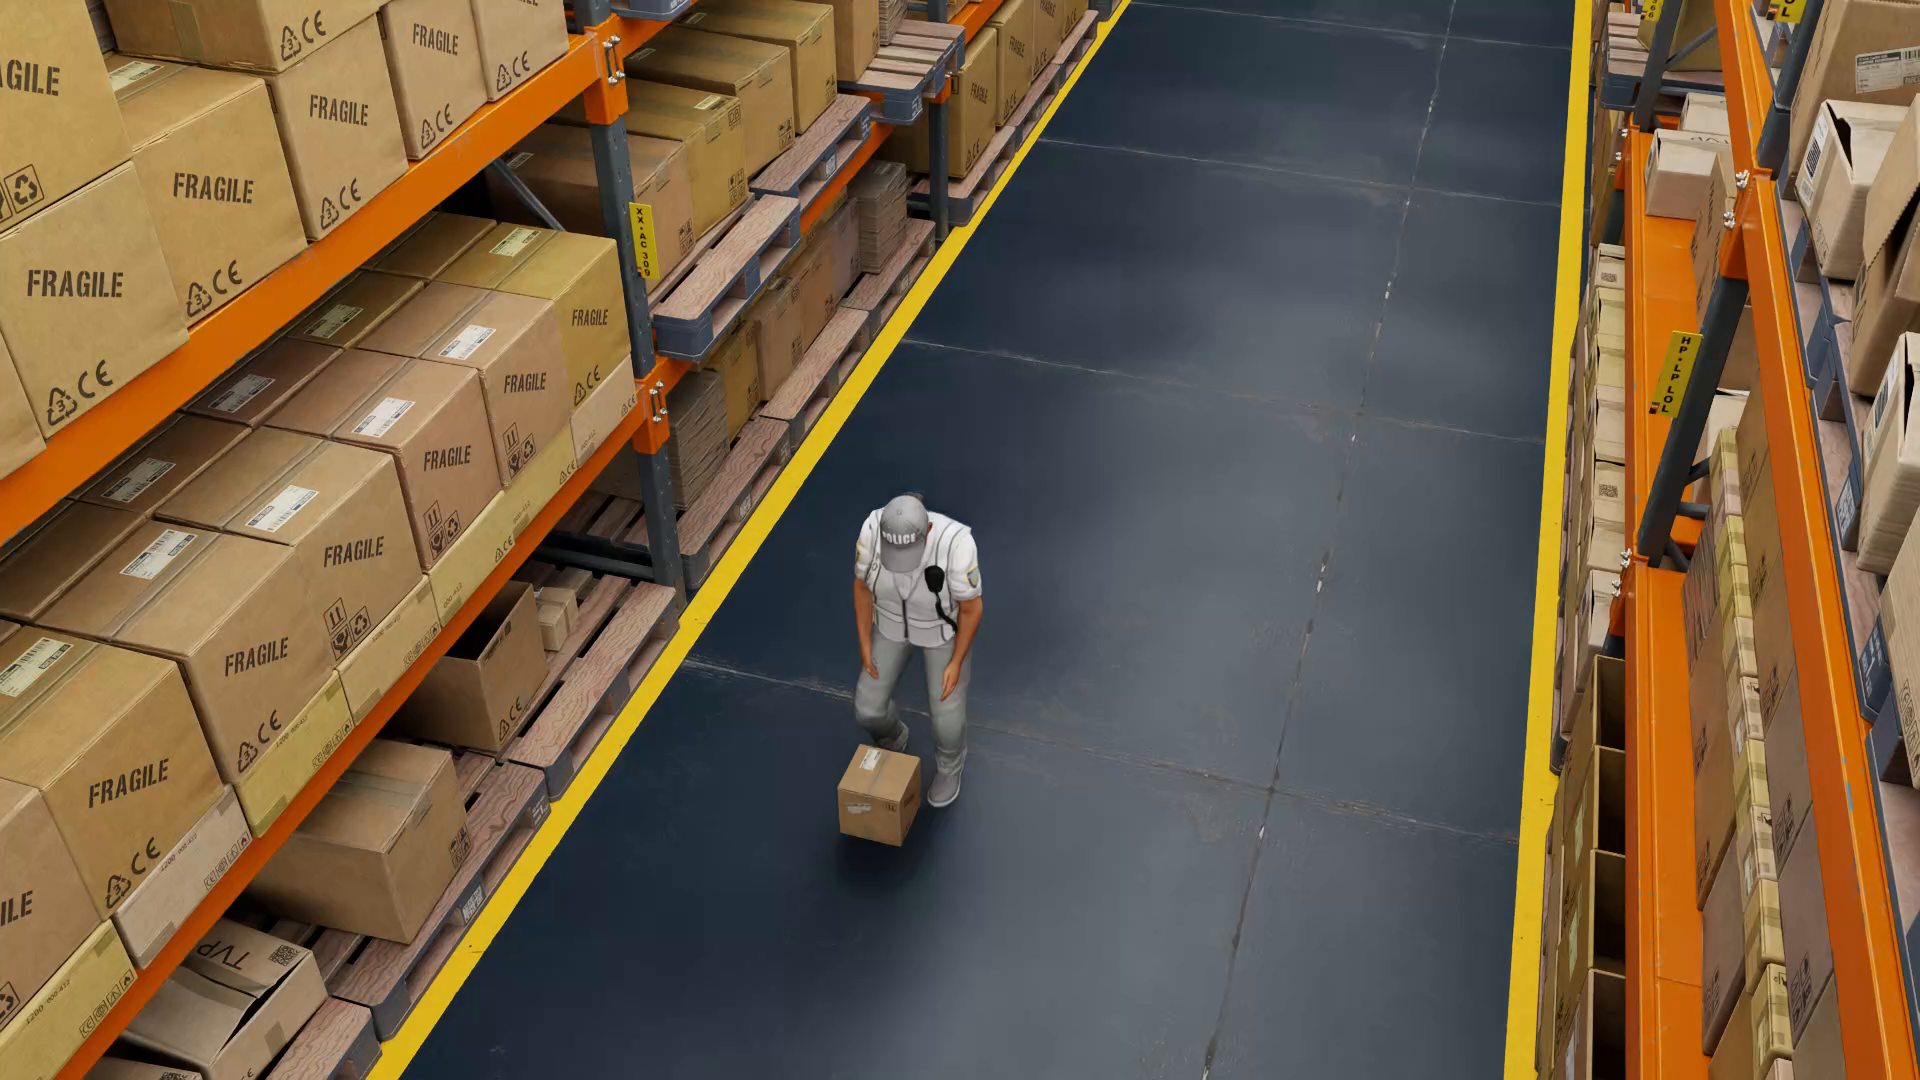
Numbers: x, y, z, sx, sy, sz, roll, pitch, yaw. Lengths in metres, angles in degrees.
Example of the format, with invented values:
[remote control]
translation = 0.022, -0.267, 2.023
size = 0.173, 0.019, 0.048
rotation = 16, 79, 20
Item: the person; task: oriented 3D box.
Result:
[person]
translation = -0.154, 0.385, 6.496
size = 0.519, 1.541, 0.591
rotation = 11, 39, 15
